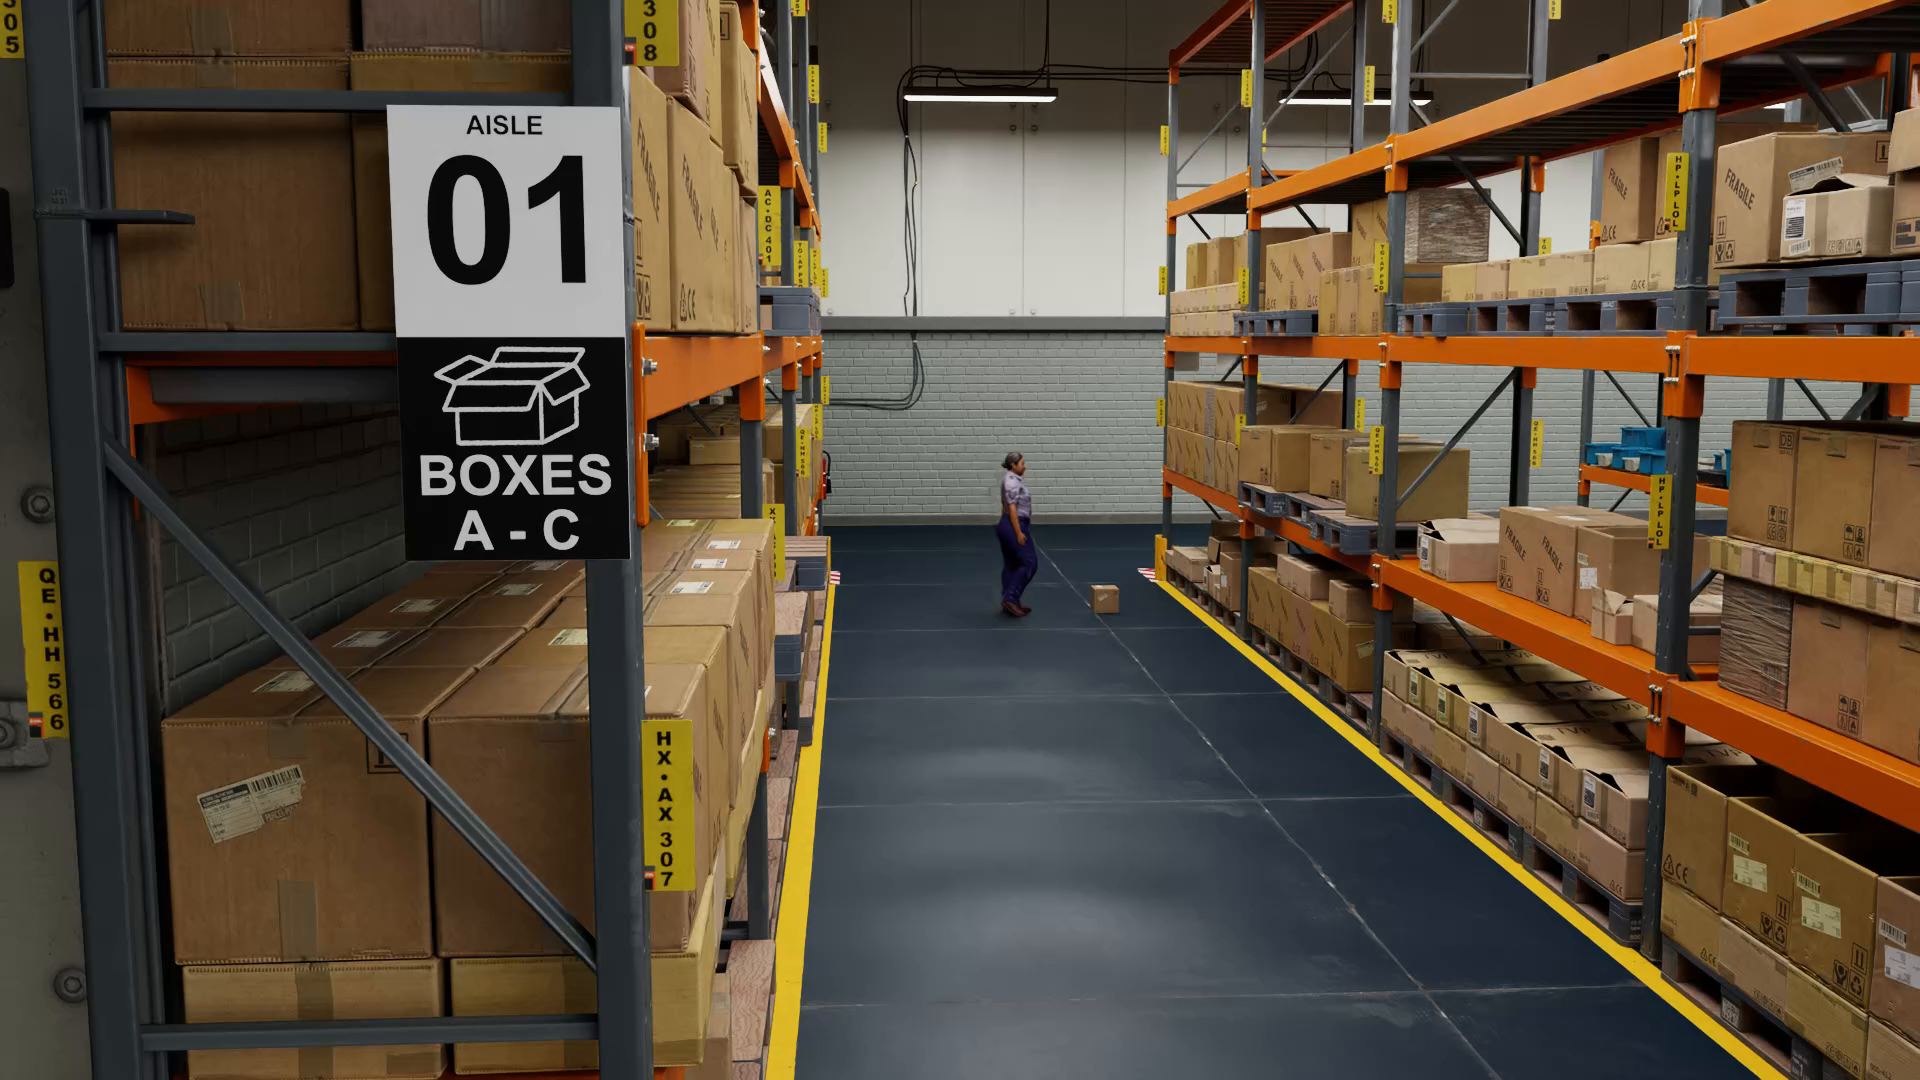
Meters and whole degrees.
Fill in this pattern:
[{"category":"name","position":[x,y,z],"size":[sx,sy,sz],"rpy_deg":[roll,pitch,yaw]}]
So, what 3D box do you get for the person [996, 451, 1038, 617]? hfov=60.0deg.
[{"category":"person","position":[0.574,-0.063,16.865],"size":[0.398,1.674,0.487],"rpy_deg":[-1,7,-4]}]
